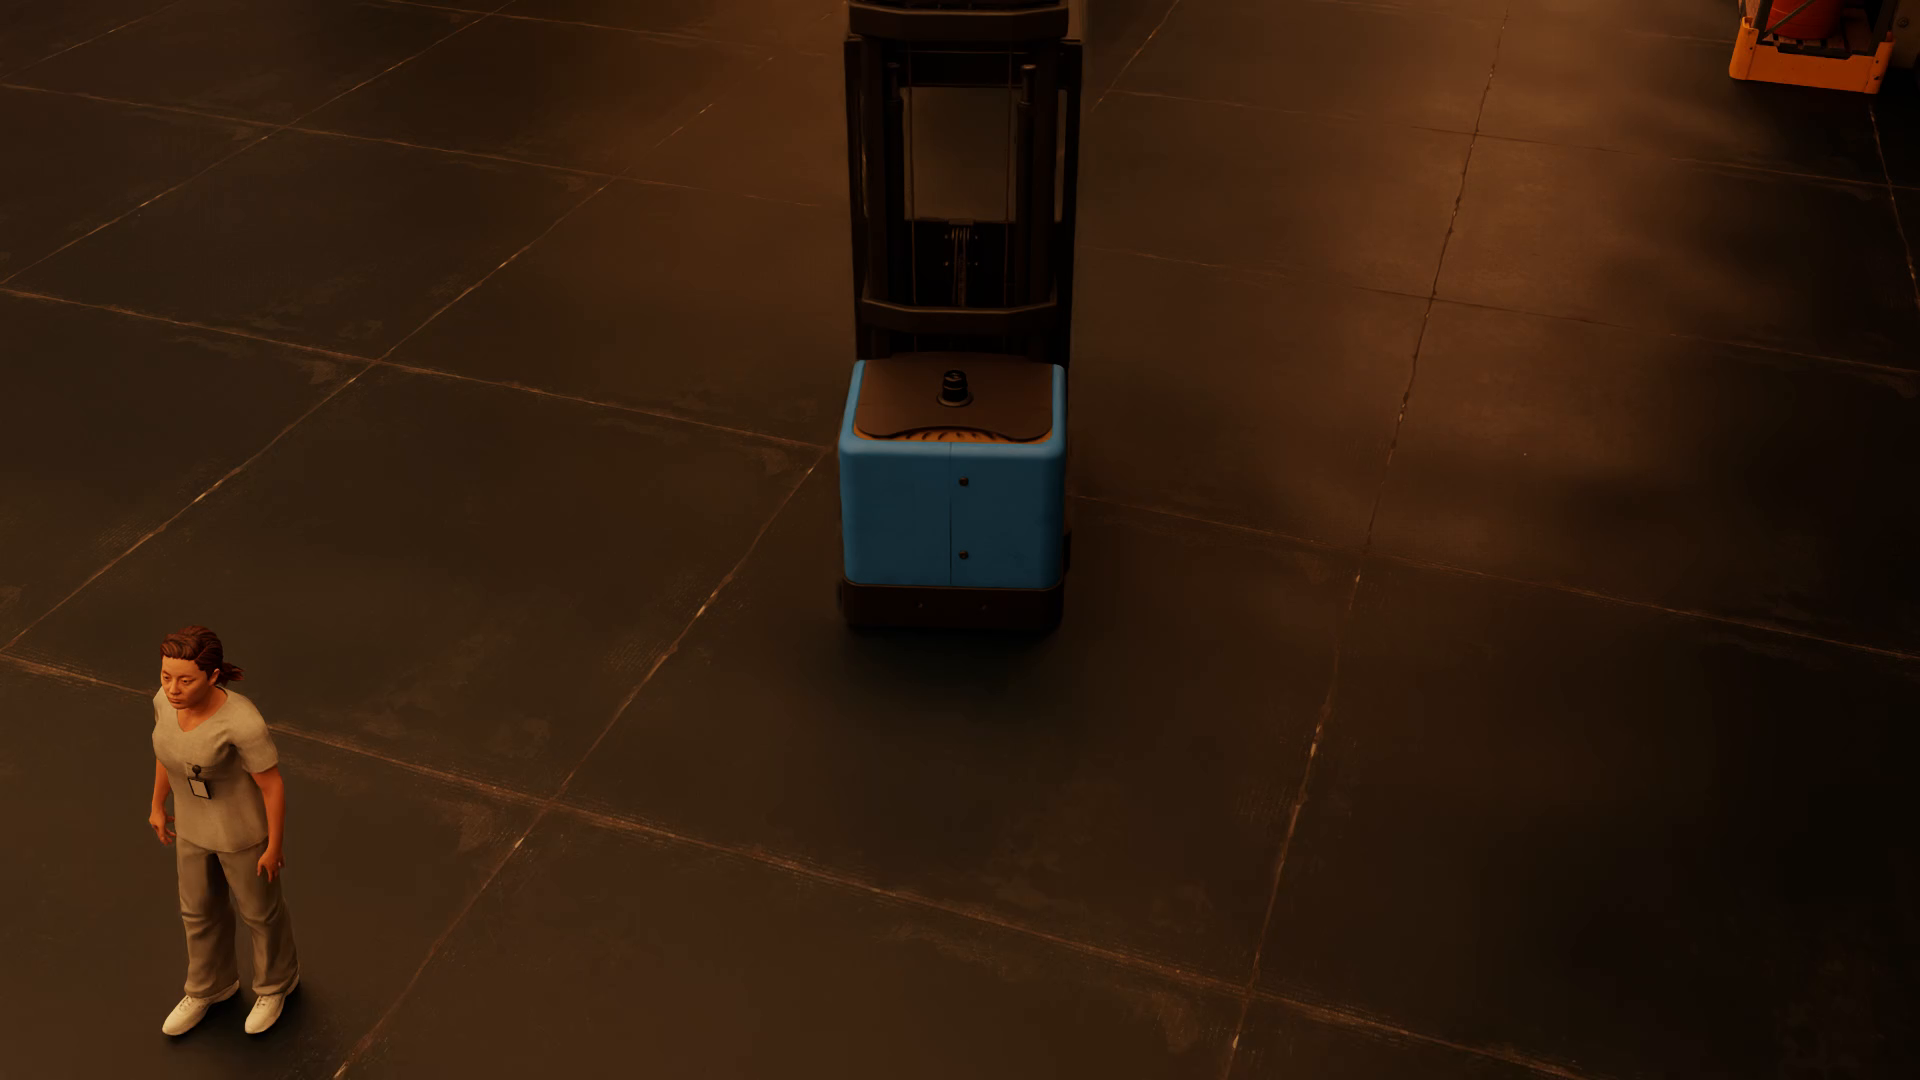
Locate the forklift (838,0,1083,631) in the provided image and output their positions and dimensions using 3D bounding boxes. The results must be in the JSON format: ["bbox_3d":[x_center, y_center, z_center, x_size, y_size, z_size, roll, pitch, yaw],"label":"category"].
[{"bbox_3d":[0.027,-1.591,8.354,1.130,2.935,3.031,2,35,2],"label":"forklift"}]

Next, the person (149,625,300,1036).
[{"bbox_3d":[-2.574,1.036,5.722,0.549,1.675,0.549,12,37,16],"label":"person"}]
